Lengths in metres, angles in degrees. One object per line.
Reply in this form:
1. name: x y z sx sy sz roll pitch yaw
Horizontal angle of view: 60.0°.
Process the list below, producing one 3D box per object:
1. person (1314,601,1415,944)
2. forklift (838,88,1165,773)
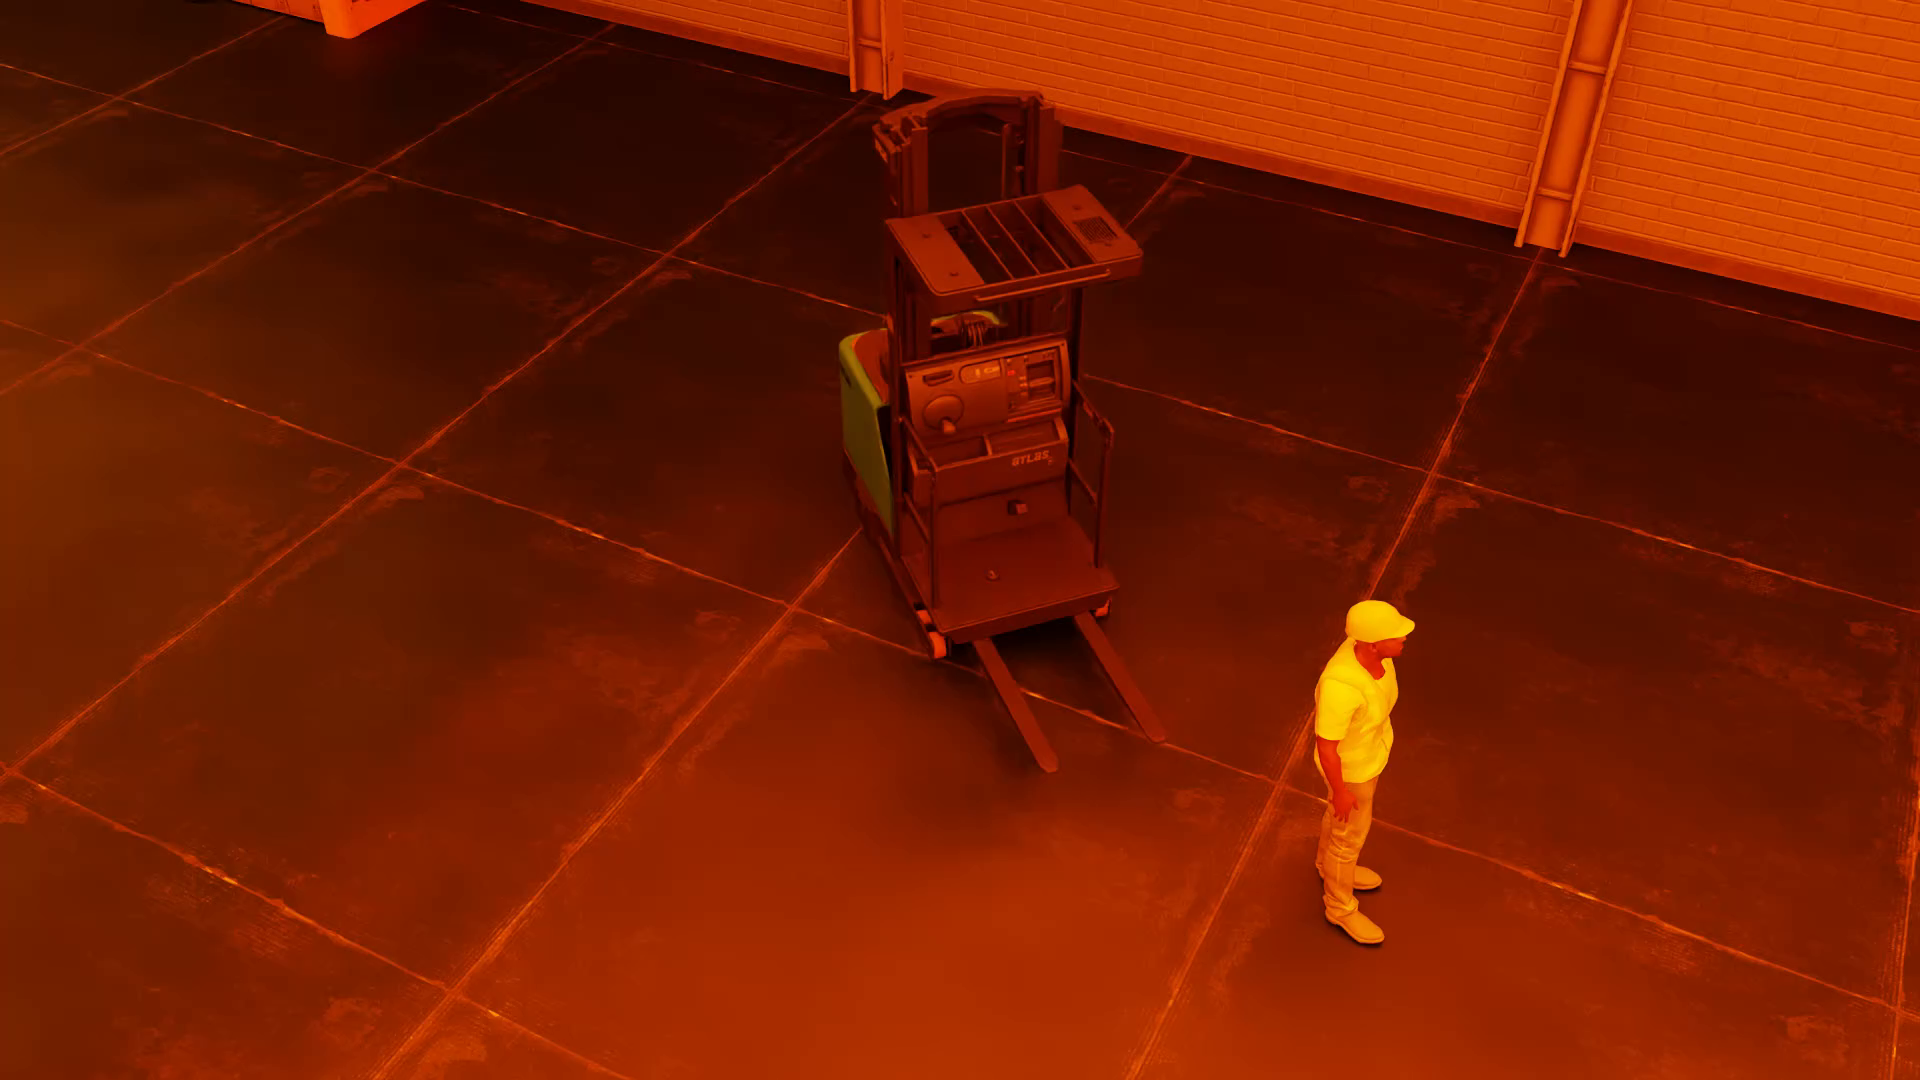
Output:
1. person: 1.893 1.018 7.671 0.578 1.765 0.666 19 44 21
2. forklift: 0.235 -0.749 8.875 1.130 2.935 3.031 -13 42 -15
